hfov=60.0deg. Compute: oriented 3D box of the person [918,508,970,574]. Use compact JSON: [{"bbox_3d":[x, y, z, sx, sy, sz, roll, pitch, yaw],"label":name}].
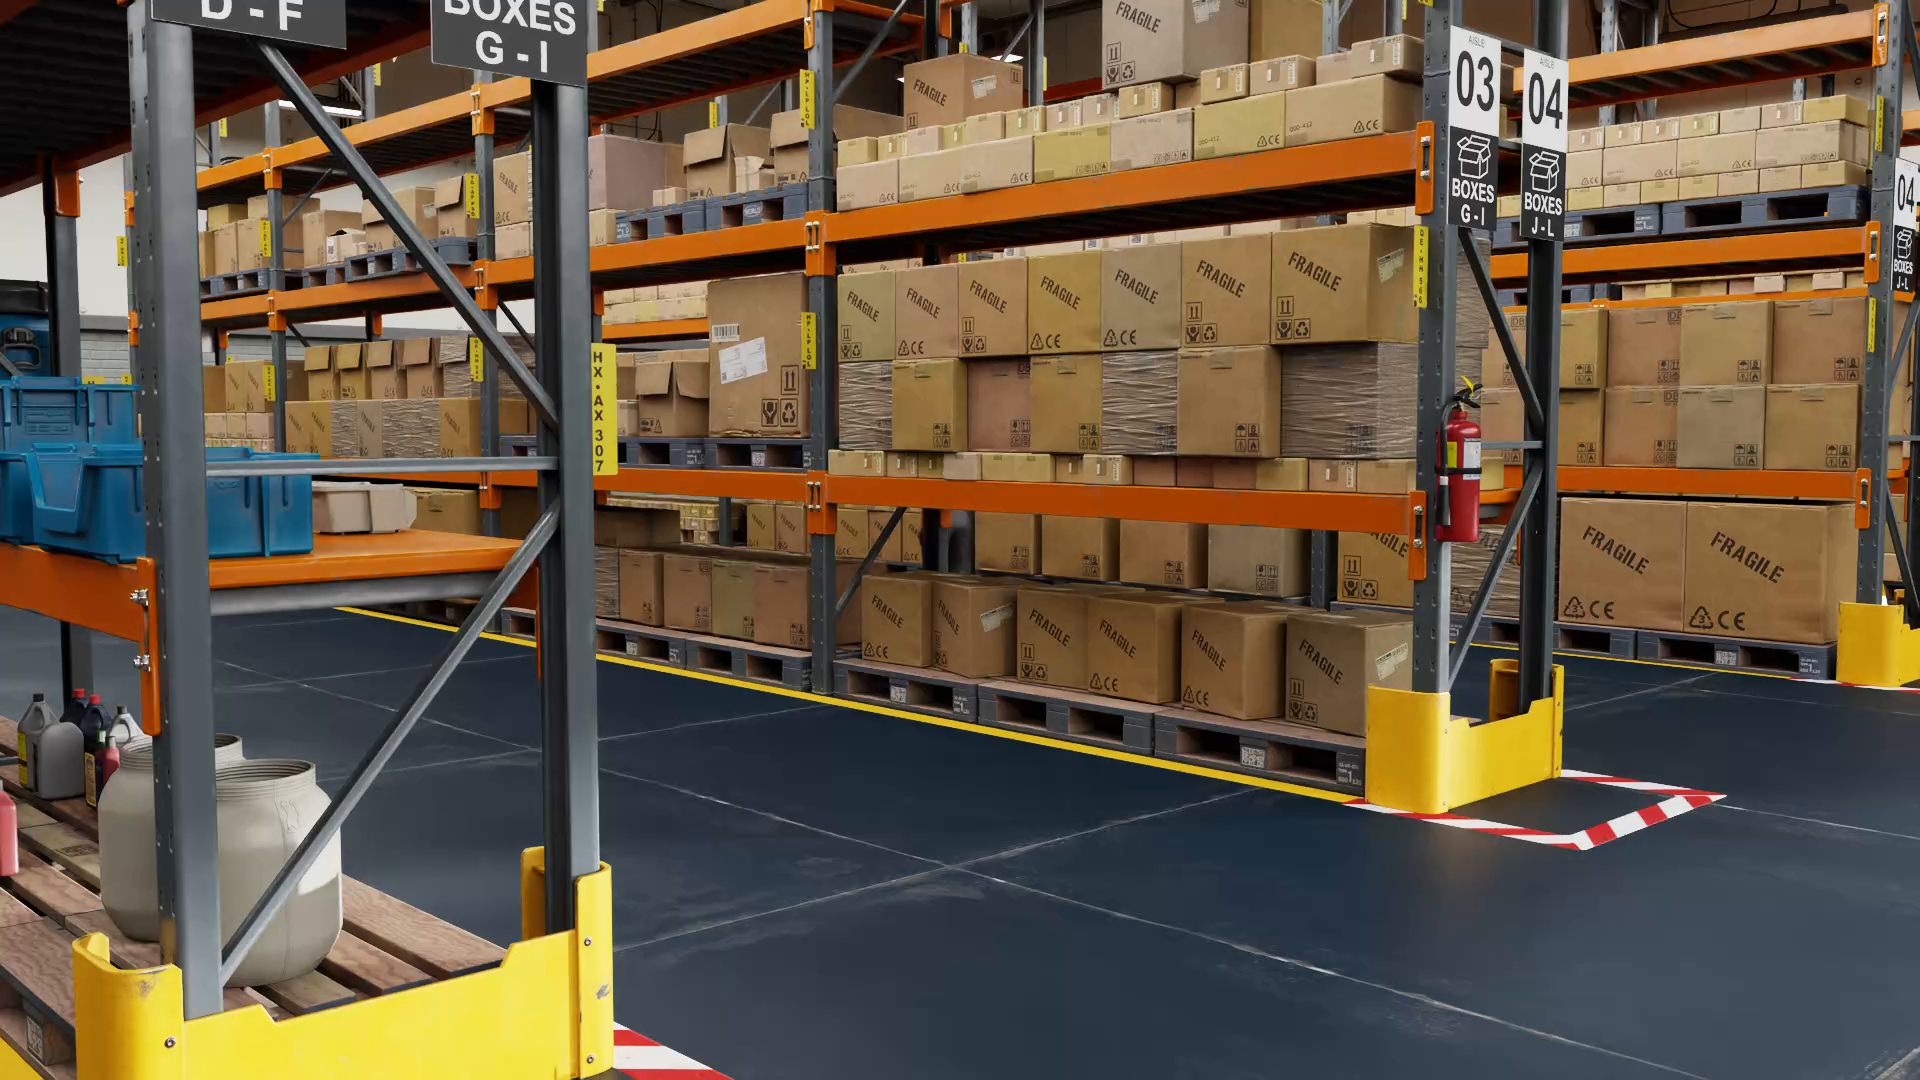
[{"bbox_3d":[-0.125,-0.099,12.531,0.438,1.655,0.297,-4,5,-43],"label":"person"}]
